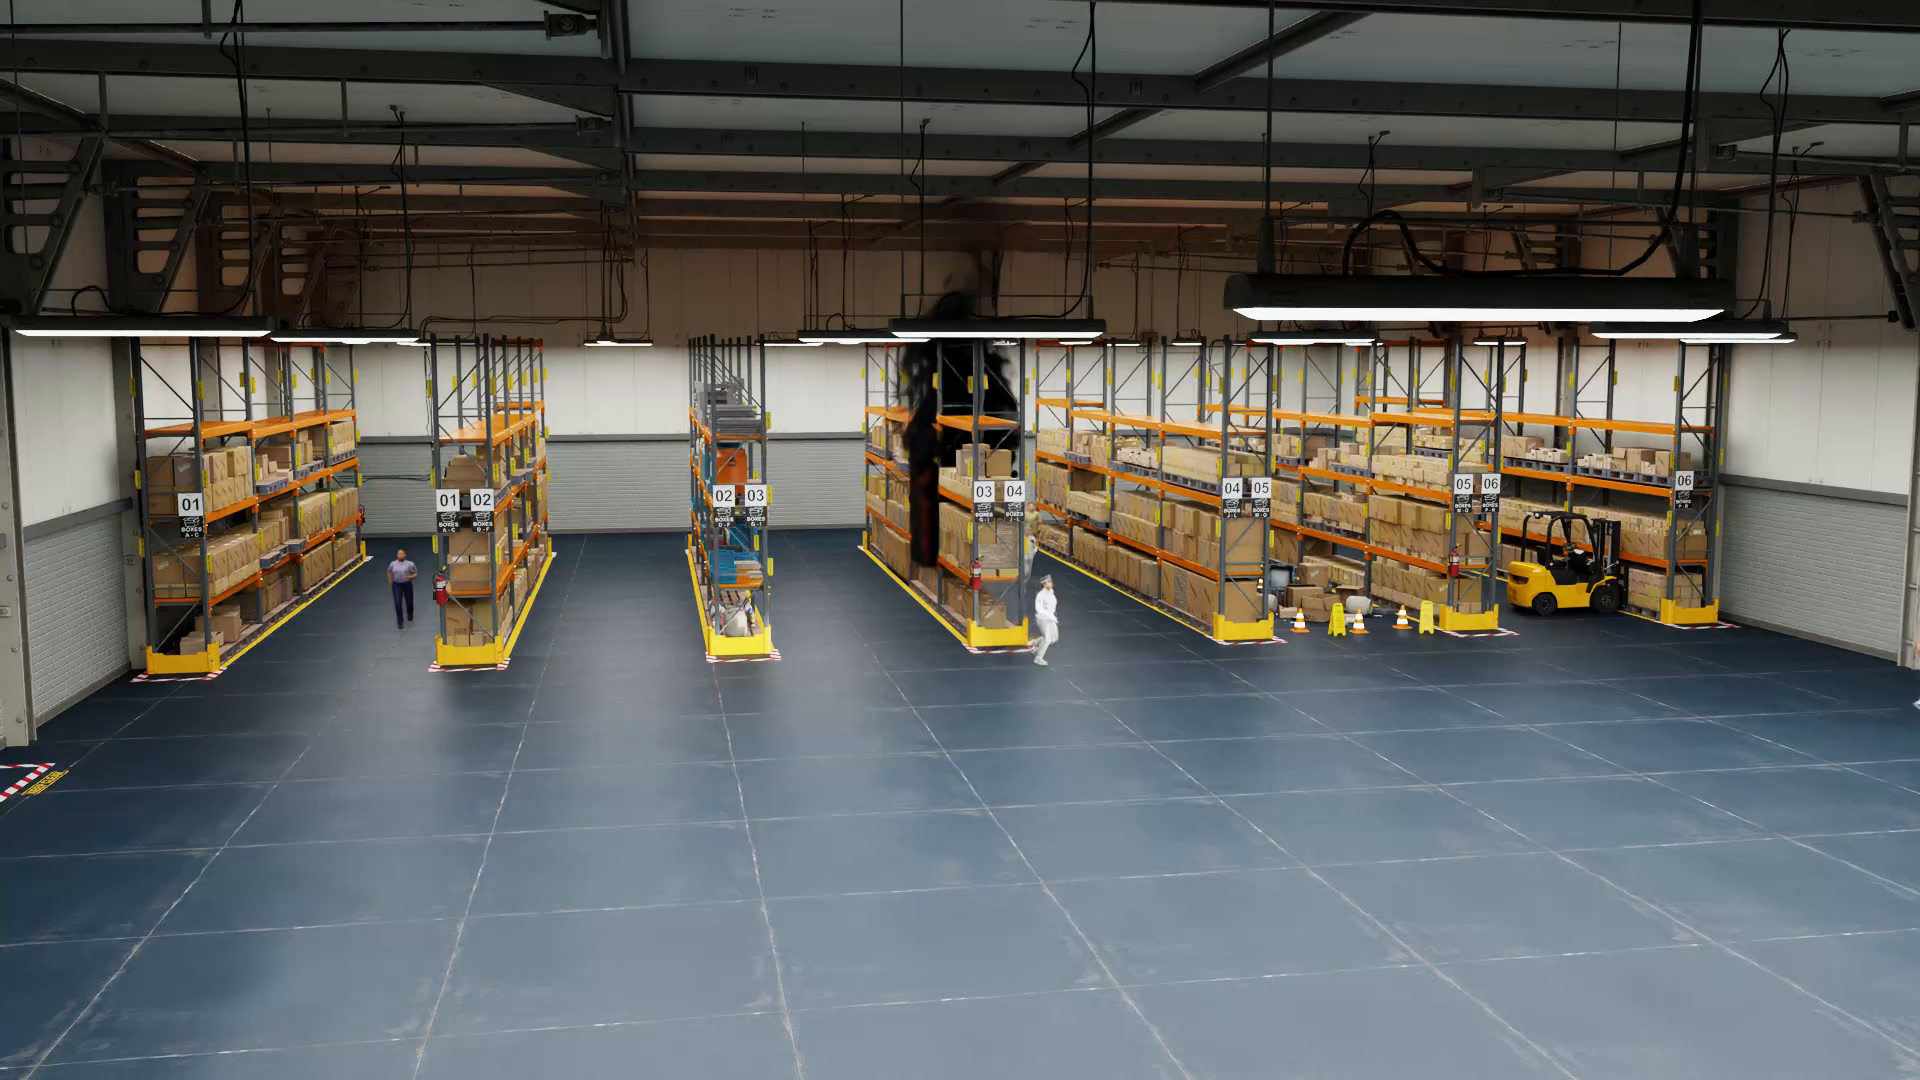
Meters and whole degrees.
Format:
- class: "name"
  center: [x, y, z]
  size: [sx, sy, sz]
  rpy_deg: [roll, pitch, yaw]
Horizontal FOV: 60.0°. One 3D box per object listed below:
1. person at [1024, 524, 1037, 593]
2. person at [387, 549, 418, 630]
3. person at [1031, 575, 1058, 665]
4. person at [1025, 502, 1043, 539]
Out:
- class: "person"
  center: [1.559, 0.432, 38.975]
  size: [0.530, 1.631, 0.698]
  rpy_deg: [-3, 7, -23]
- class: "person"
  center: [-11.502, 0.987, 34.304]
  size: [0.619, 1.613, 0.862]
  rpy_deg: [-2, 7, -15]
- class: "person"
  center: [1.569, 1.442, 30.352]
  size: [0.617, 1.662, 0.640]
  rpy_deg: [5, 8, 34]
- class: "person"
  center: [1.917, -0.166, 44.312]
  size: [0.546, 1.730, 0.734]
  rpy_deg: [-1, 7, -11]
